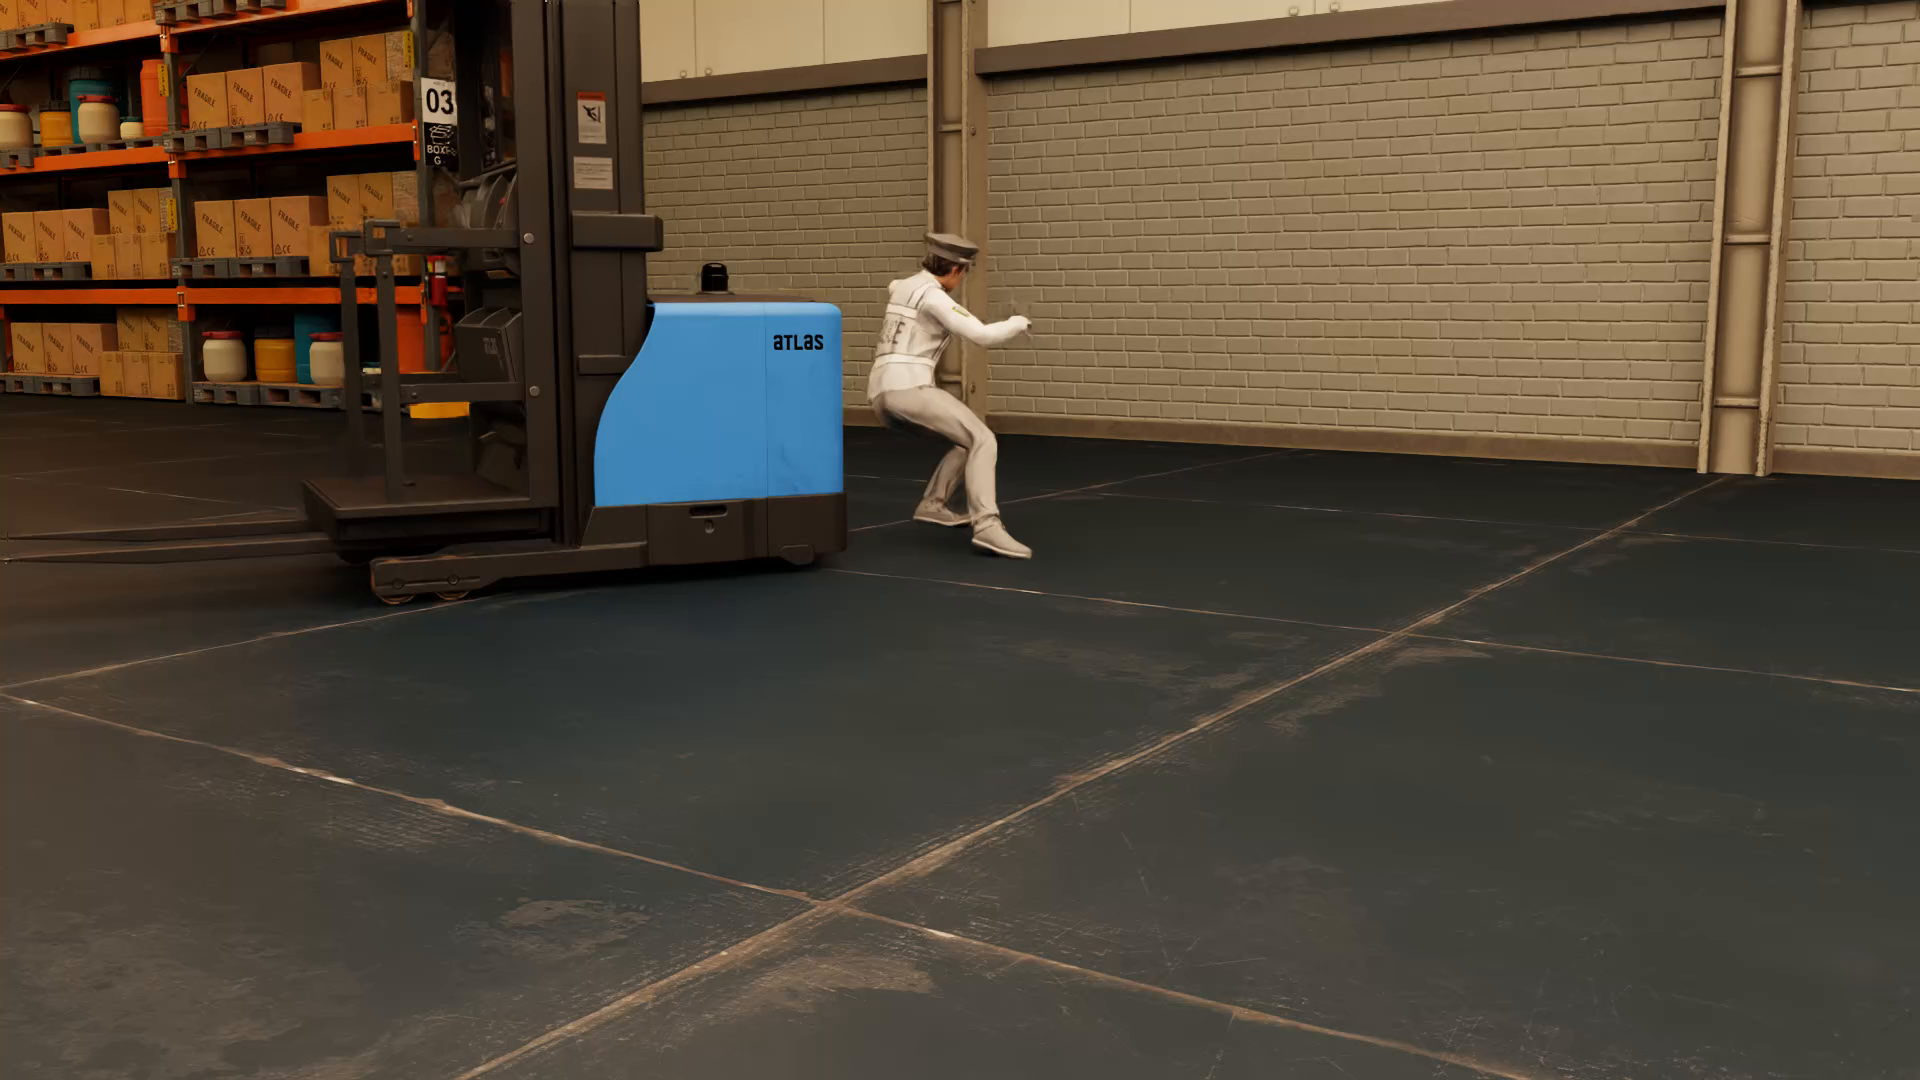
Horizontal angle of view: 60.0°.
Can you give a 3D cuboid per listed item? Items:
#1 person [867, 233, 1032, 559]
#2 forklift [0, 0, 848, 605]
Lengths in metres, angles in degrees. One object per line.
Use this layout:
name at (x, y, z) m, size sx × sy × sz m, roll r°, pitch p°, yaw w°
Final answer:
person at (-0.056, -0.697, 7.613) m, size 0.754 × 1.394 × 1.503 m, roll -3°, pitch 9°, yaw -21°
forklift at (-2.012, -1.303, 6.358) m, size 3.031 × 2.935 × 1.130 m, roll -4°, pitch 9°, yaw -27°
